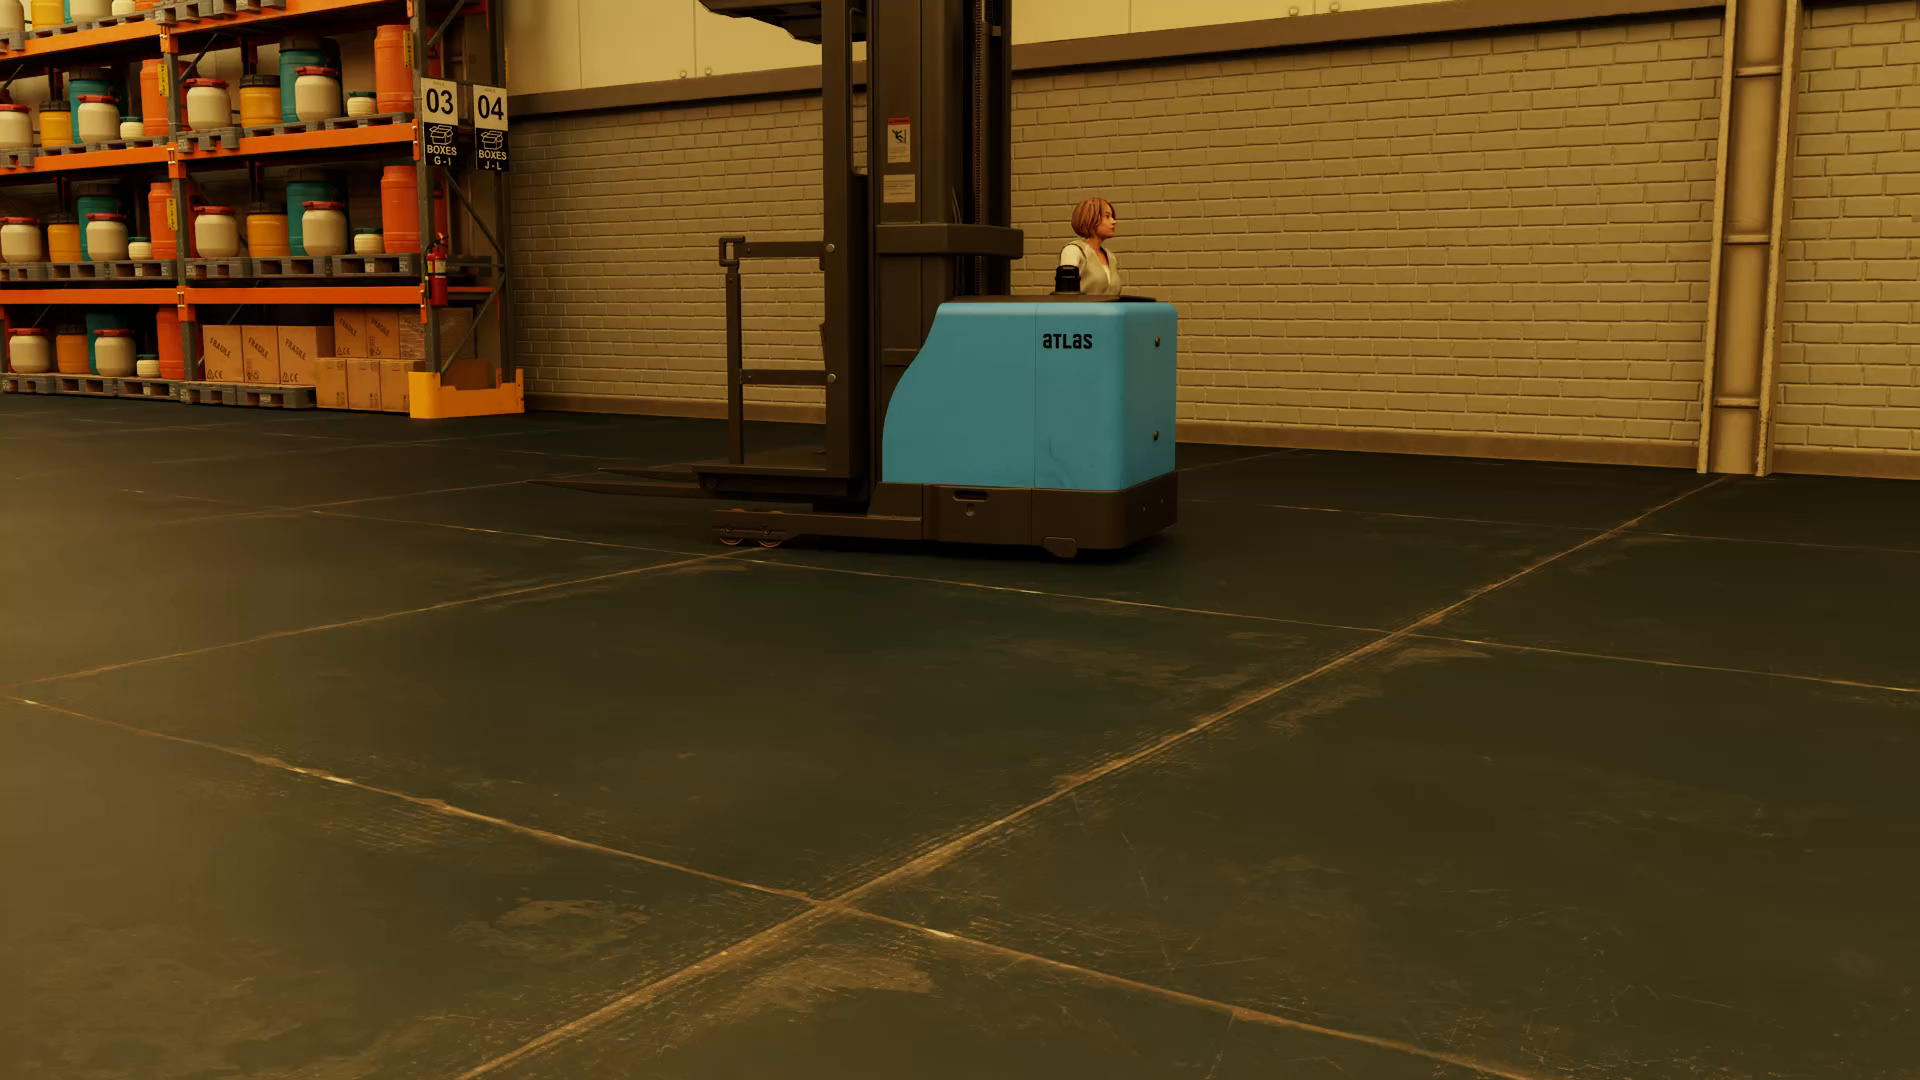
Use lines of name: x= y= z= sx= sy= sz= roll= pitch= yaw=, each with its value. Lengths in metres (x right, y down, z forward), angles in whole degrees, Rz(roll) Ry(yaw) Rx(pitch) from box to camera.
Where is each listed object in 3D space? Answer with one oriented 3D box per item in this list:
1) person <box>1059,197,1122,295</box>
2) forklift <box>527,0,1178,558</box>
person: x=0.741 y=-0.929 z=8.414 sx=0.476 sy=1.596 sz=0.520 roll=7 pitch=10 yaw=39
forklift: x=-0.568 y=-1.483 z=7.619 sx=3.031 sy=2.935 sz=1.130 roll=3 pitch=9 yaw=21
